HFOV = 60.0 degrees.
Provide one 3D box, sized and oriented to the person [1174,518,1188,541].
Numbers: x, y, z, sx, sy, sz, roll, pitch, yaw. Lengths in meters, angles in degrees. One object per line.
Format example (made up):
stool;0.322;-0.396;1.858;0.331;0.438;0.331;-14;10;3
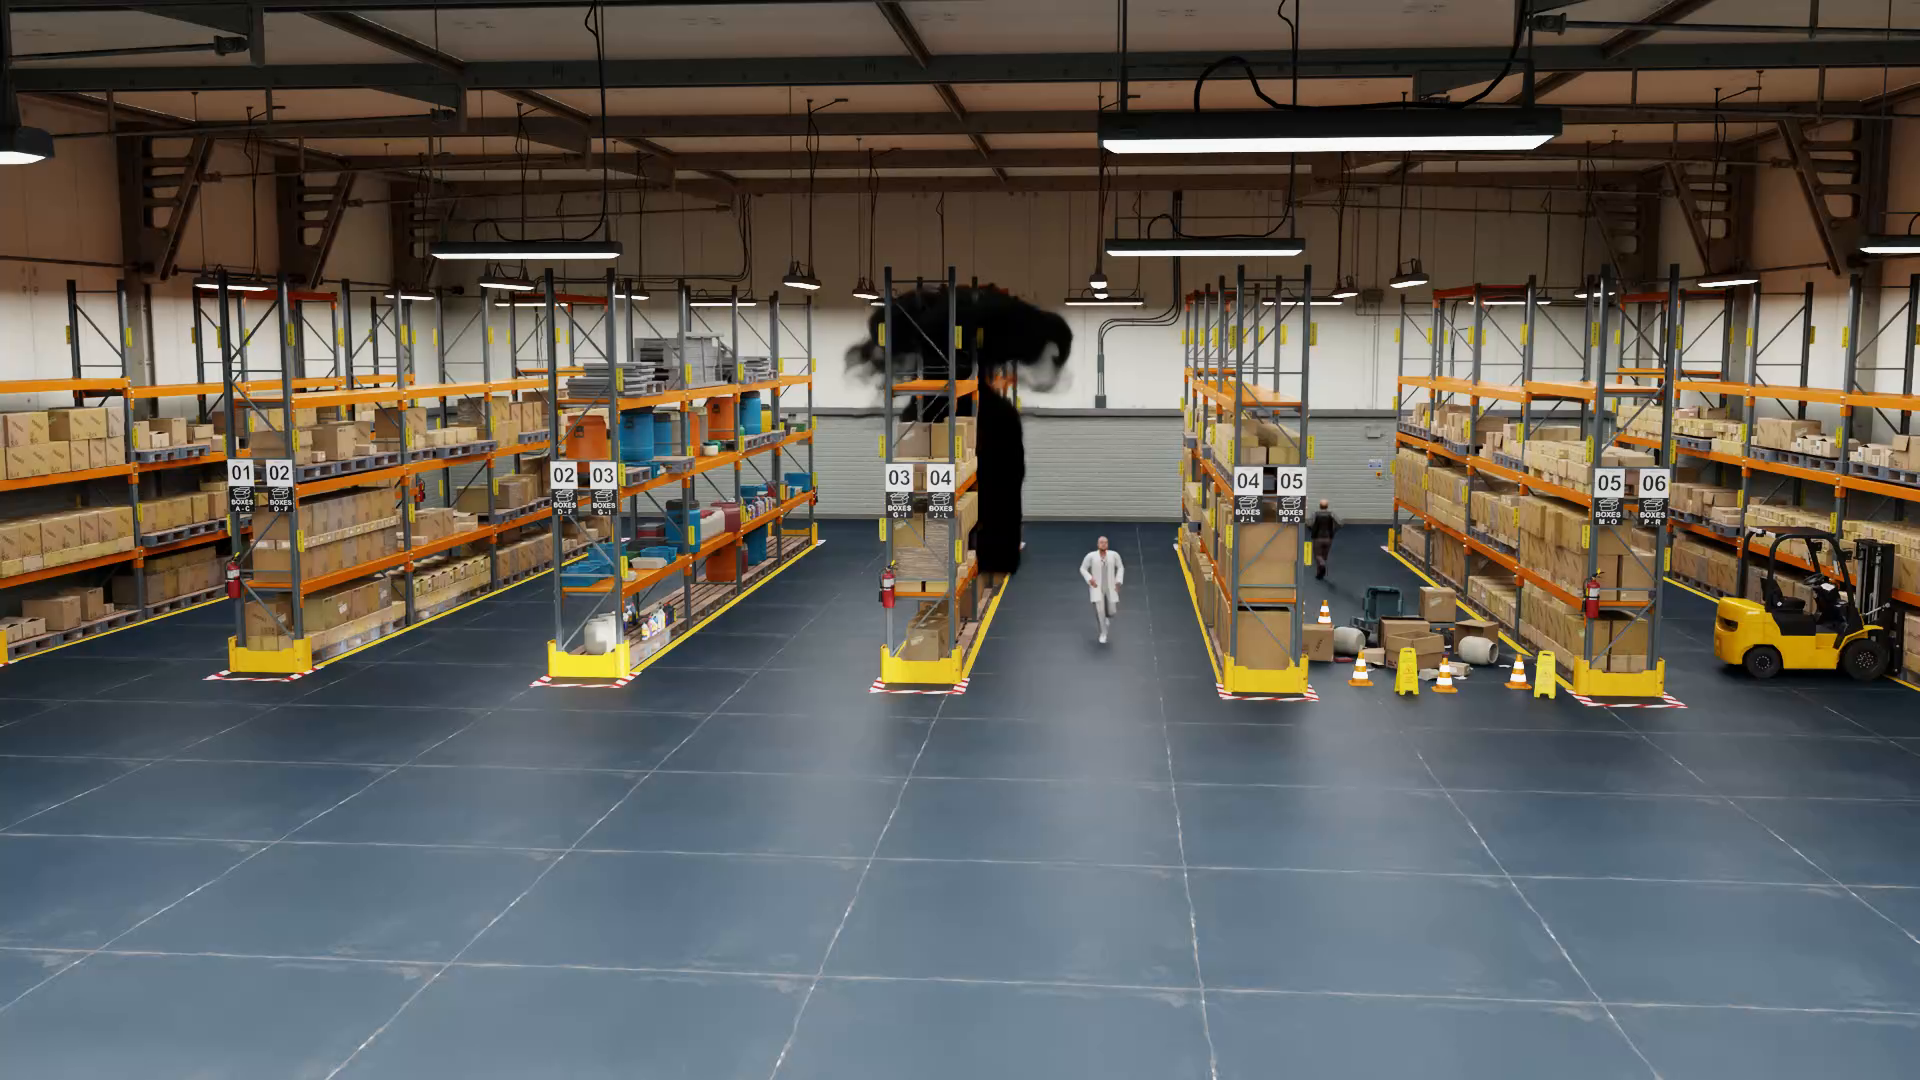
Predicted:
person;5.676;-0.757;40.646;0.927;1.625;0.586;2;7;18

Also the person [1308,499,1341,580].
person;7.468;0.018;34.206;0.662;1.720;0.868;0;7;-2

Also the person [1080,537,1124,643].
person;2.361;0.804;27.649;0.742;1.736;0.707;-1;7;-8
